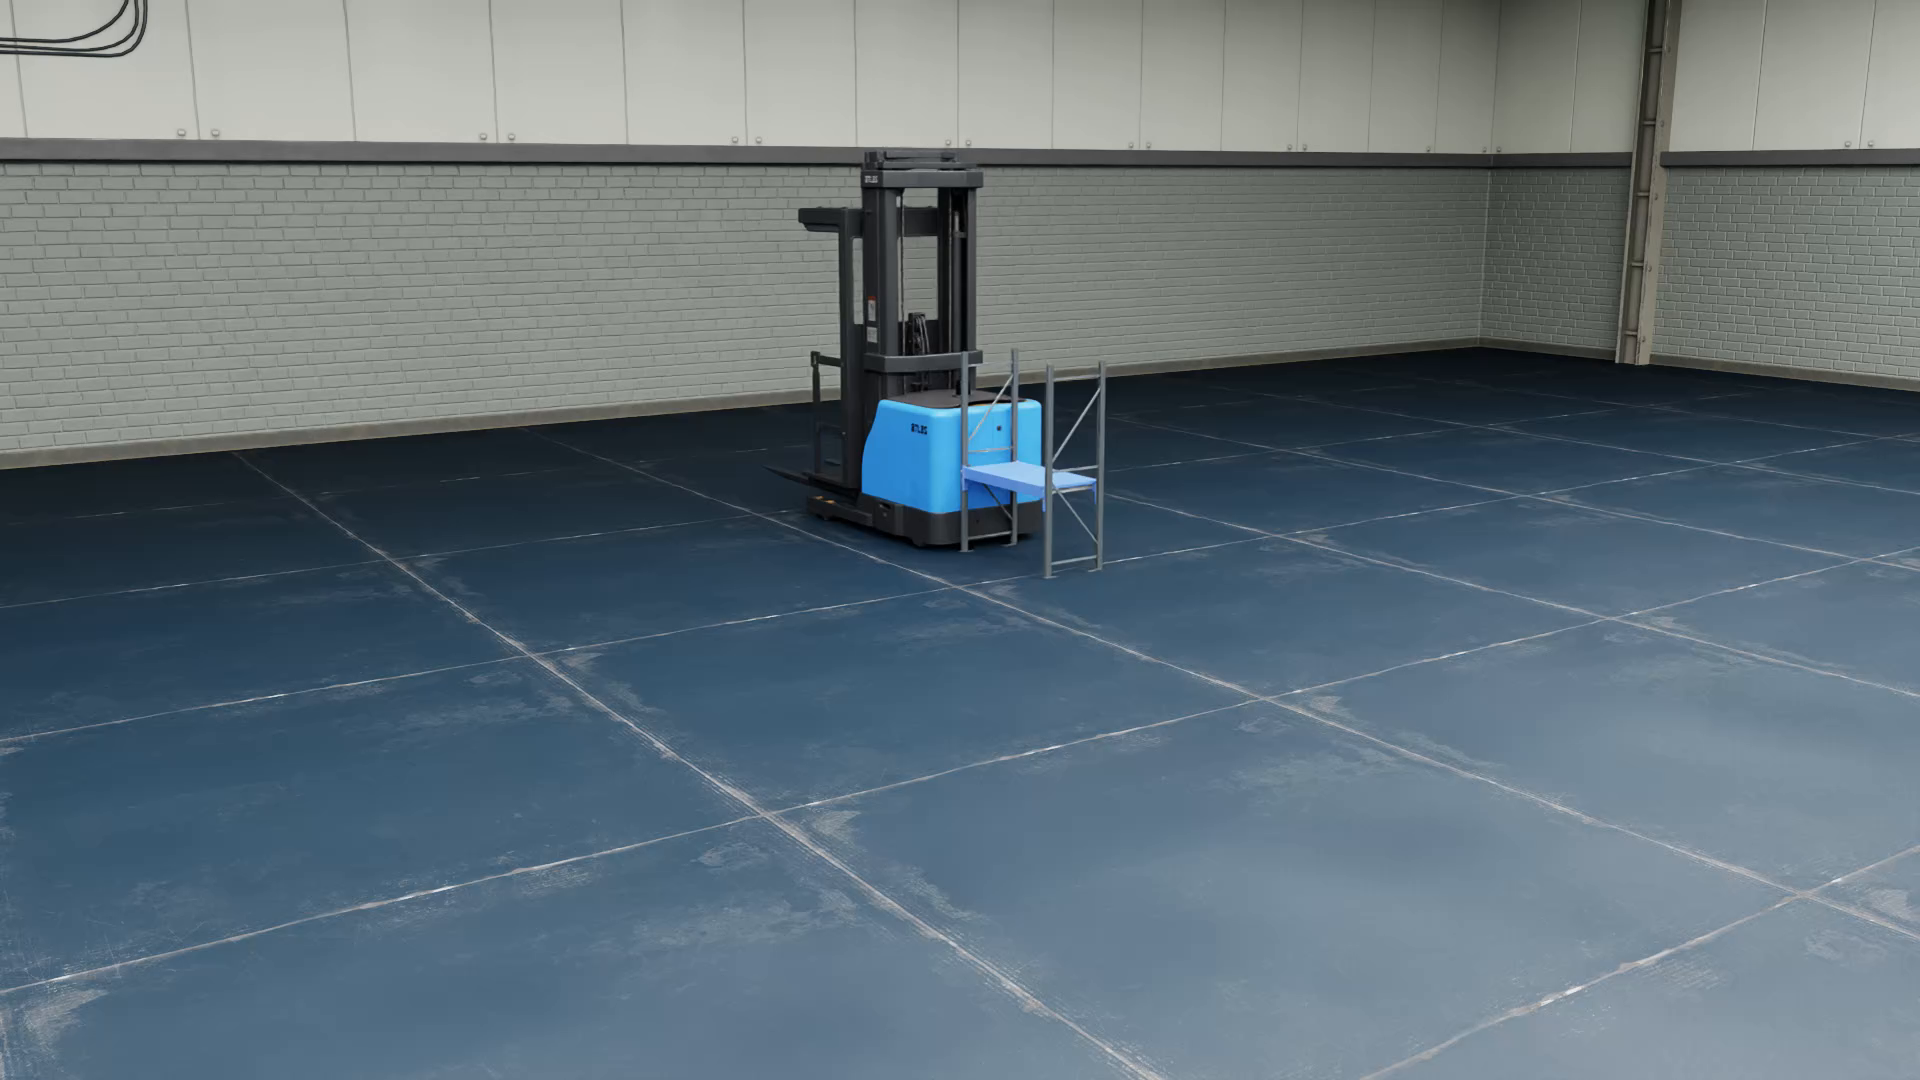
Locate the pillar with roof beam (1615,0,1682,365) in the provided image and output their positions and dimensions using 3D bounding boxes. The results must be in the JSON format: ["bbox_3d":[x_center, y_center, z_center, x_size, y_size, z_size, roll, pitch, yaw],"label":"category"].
[{"bbox_3d":[6.537,-6.547,21.735,9.100,9.000,0.400,-8,15,-33],"label":"pillar with roof beam"}]

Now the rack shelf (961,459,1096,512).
[{"bbox_3d":[0.509,-0.401,12.026,0.538,0.185,1.000,-8,15,-34],"label":"rack shelf"}]

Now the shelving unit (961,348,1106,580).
[{"bbox_3d":[0.509,-0.577,11.988,0.538,1.500,1.048,-8,15,-34],"label":"shelving unit"}]

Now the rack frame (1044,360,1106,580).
[{"bbox_3d":[0.798,-0.487,11.580,0.500,1.500,0.032,-8,15,-34],"label":"rack frame"}]

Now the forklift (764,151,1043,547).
[{"bbox_3d":[-0.612,-1.644,13.517,1.130,2.935,3.031,-8,15,-34],"label":"forklift"}]

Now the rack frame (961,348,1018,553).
[{"bbox_3d":[0.220,-0.666,12.396,0.500,1.500,0.032,-8,15,-34],"label":"rack frame"}]

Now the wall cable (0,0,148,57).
[{"bbox_3d":[-8.722,-6.791,14.889,2.305,6.003,0.169,-8,15,-33],"label":"wall cable"}]
